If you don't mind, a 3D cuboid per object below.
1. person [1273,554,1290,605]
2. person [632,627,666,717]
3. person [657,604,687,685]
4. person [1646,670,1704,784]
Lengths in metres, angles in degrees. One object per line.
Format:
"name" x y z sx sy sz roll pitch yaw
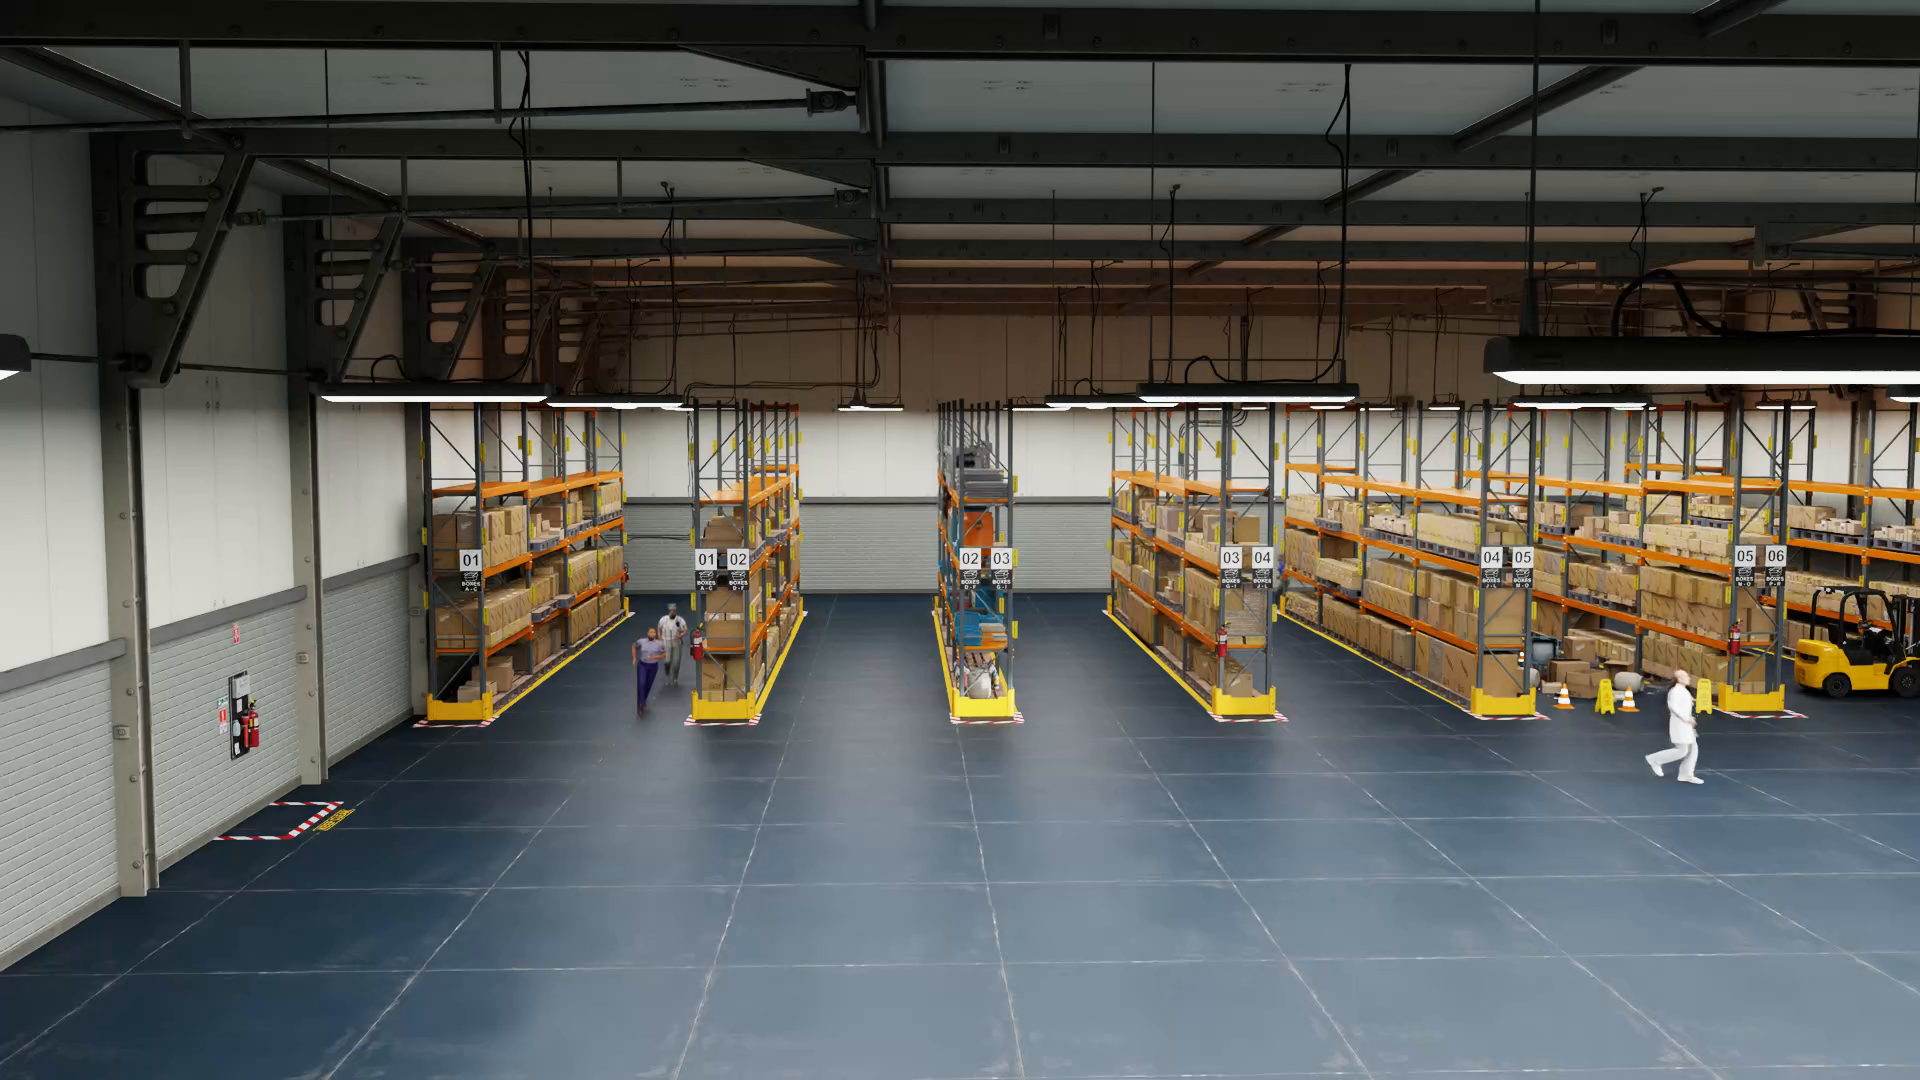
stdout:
"person" 9.441 1.199 49.039 0.739 1.608 0.888 0 4 0
"person" -5.953 2.486 31.877 0.626 1.664 0.891 -2 5 -20
"person" -6.045 2.195 34.885 0.637 1.738 0.733 -1 4 -8
"person" 11.140 2.893 25.858 0.833 1.760 0.718 2 5 29
